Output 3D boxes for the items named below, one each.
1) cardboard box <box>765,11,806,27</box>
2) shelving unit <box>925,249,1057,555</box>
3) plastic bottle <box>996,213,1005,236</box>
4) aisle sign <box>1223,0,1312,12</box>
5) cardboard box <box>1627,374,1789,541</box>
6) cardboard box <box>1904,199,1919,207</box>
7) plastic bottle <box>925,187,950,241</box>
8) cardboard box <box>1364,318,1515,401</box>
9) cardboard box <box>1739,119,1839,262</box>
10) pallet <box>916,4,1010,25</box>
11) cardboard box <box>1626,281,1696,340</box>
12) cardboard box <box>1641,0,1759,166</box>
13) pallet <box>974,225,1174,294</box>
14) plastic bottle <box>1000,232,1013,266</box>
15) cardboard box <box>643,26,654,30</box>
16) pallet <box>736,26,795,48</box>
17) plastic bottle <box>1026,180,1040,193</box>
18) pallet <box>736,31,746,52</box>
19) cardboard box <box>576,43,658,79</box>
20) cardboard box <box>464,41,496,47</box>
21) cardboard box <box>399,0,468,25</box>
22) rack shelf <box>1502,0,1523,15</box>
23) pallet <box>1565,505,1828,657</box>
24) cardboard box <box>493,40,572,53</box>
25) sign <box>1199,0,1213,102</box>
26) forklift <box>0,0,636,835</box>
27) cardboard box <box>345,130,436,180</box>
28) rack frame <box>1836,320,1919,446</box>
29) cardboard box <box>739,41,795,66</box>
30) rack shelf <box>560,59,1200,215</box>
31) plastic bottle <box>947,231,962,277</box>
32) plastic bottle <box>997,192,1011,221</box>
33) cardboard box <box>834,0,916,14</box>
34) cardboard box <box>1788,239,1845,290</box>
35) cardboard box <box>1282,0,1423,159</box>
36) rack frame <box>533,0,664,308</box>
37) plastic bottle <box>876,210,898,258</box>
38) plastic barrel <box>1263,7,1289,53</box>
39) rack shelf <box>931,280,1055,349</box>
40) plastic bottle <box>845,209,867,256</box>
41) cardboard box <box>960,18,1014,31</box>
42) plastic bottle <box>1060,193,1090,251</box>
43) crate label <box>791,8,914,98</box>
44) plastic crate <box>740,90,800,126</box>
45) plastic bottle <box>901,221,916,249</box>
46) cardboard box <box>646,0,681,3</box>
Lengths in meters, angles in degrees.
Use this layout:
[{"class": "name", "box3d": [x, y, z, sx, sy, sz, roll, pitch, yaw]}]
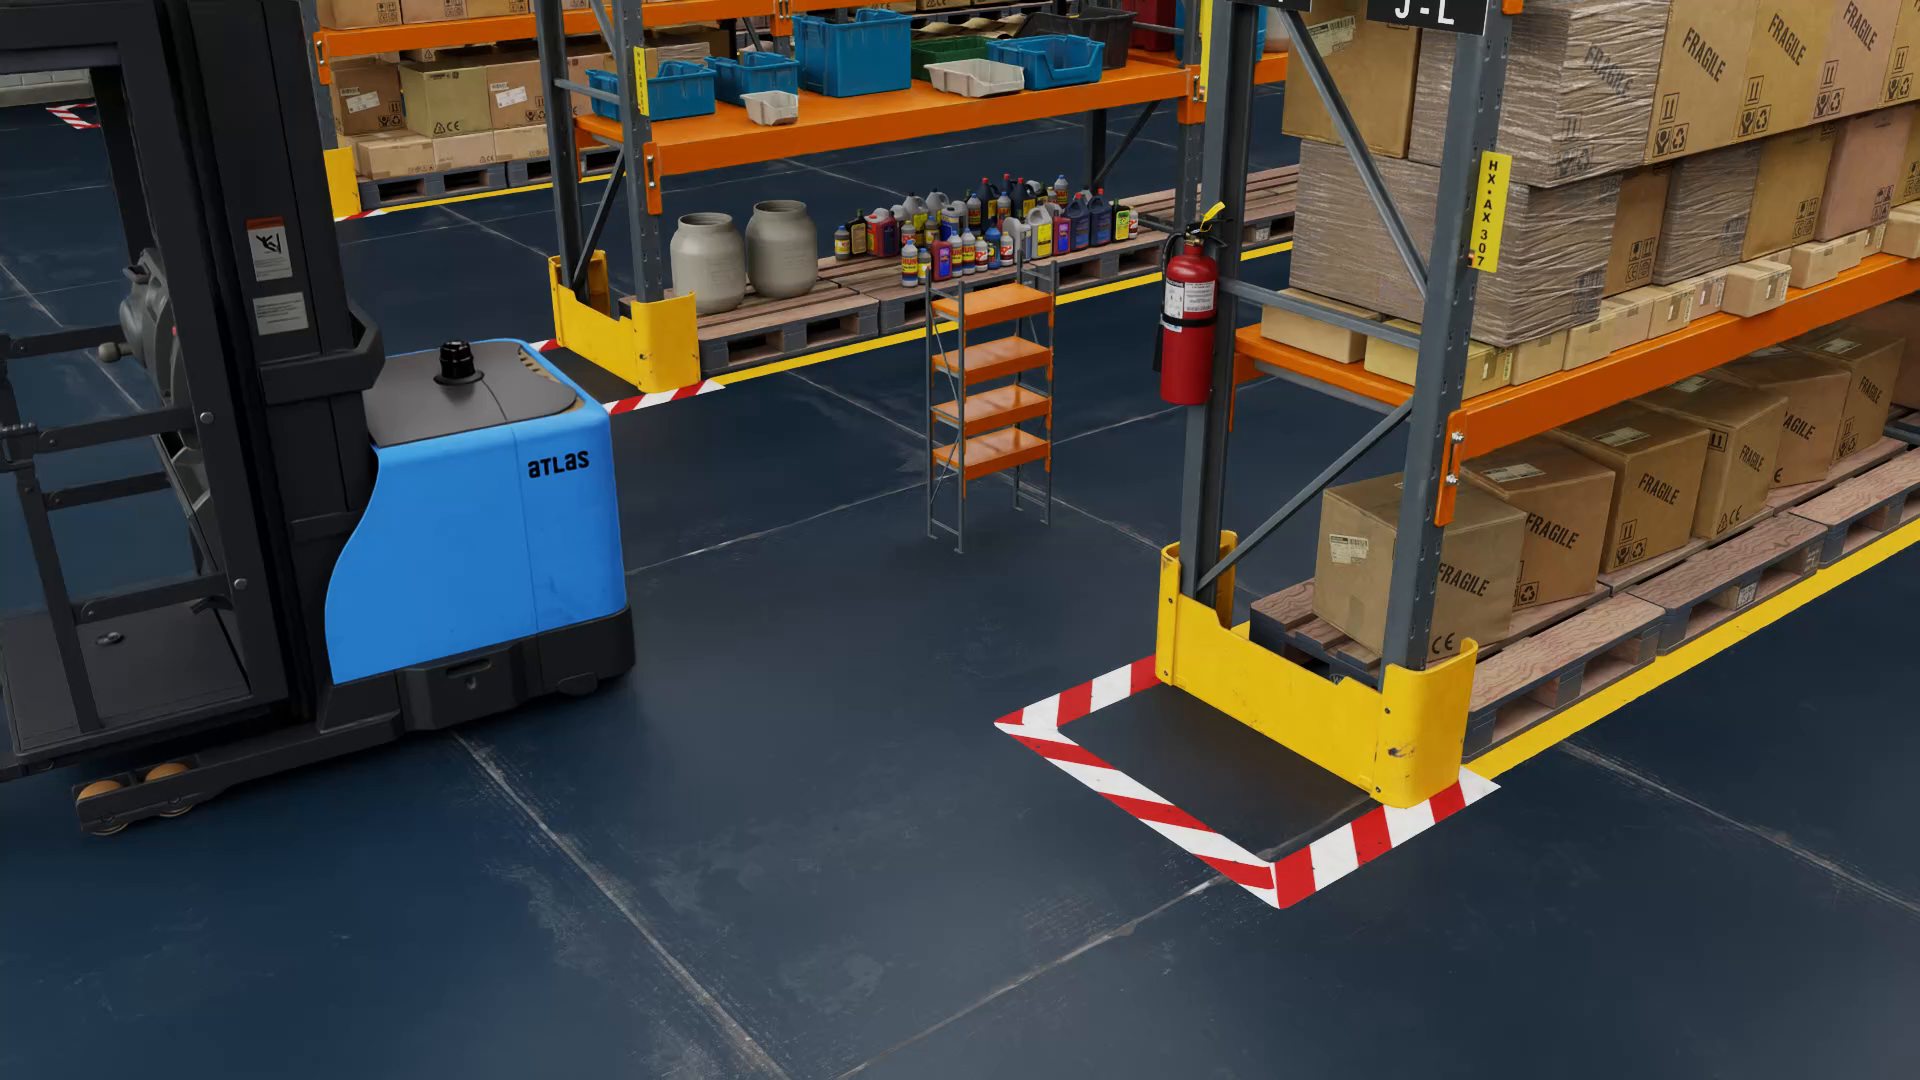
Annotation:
[{"class": "cardboard box", "box3d": [-2.274, -6.561, 20.271, 0.500, 0.500, 0.700, -18, 30, -33]}, {"class": "shelving unit", "box3d": [0.130, -0.587, 7.090, 0.503, 1.200, 0.258, -18, 31, -34]}, {"class": "plastic bottle", "box3d": [0.295, -1.944, 10.580, 0.133, 0.283, 0.061, -18, 31, -34]}, {"class": "aisle sign", "box3d": [0.900, -1.962, 4.825, 0.004, 0.787, 0.394, -18, 31, -34]}, {"class": "cardboard box", "box3d": [3.056, -0.366, 6.945, 0.500, 0.500, 0.500, -22, 33, -38]}, {"class": "cardboard box", "box3d": [3.858, -1.364, 6.925, 0.250, 0.149, 0.380, -18, 31, -34]}, {"class": "plastic bottle", "box3d": [-0.149, -2.145, 10.933, 0.185, 0.351, 0.144, -19, 31, -34]}, {"class": "cardboard box", "box3d": [1.506, -0.580, 5.235, 0.250, 0.149, 0.380, -18, 31, -34]}, {"class": "cardboard box", "box3d": [2.724, -1.424, 6.284, 0.500, 0.500, 0.875, -18, 31, -34]}, {"class": "pallet", "box3d": [-0.114, -6.930, 21.931, 1.213, 0.211, 1.003, -18, 31, -34]}, {"class": "cardboard box", "box3d": [2.305, -0.833, 5.781, 0.250, 0.149, 0.380, -18, 31, -34]}, {"class": "cardboard box", "box3d": [2.133, -1.513, 5.287, 0.500, 0.500, 0.500, -18, 31, -34]}, {"class": "pallet", "box3d": [0.671, -1.953, 11.208, 1.213, 0.211, 1.003, -18, 31, -34]}, {"class": "plastic bottle", "box3d": [0.285, -1.832, 10.436, 0.097, 0.201, 0.097, 0, 25, 0]}, {"class": "cardboard box", "box3d": [-3.943, -6.074, 19.222, 0.500, 0.500, 0.700, -19, 31, -35]}, {"class": "pallet", "box3d": [-2.356, -6.233, 20.429, 1.213, 0.211, 1.003, -18, 31, -34]}, {"class": "plastic bottle", "box3d": [0.467, -2.312, 11.382, 0.135, 0.276, 0.152, -17, 30, -32]}, {"class": "pallet", "box3d": [-3.315, -5.917, 19.749, 1.213, 0.211, 1.003, -18, 31, -34]}, {"class": "cardboard box", "box3d": [-2.850, -3.854, 13.868, 0.500, 0.500, 0.500, -18, 31, -34]}, {"class": "cardboard box", "box3d": [-5.290, -5.426, 18.222, 0.380, 0.166, 0.250, 22, 33, 39]}, {"class": "cardboard box", "box3d": [-4.190, -4.282, 12.795, 0.500, 0.500, 0.700, -17, 30, -33]}, {"class": "rack shelf", "box3d": [2.708, -2.253, 5.833, 4.000, 0.370, 1.077, -18, 31, -34]}, {"class": "pallet", "box3d": [2.814, 0.032, 6.931, 1.213, 0.211, 1.003, -18, 31, -34]}, {"class": "cardboard box", "box3d": [-3.565, -3.897, 13.961, 0.500, 0.500, 0.500, -18, 31, -34]}, {"class": "sign", "box3d": [0.807, -1.557, 5.290, 0.005, 0.325, 0.100, -18, 31, -34]}, {"class": "forklift", "box3d": [-2.716, -0.653, 5.176, 3.031, 2.935, 1.130, -14, 29, -28]}, {"class": "cardboard box", "box3d": [-4.416, -2.991, 12.898, 0.500, 0.250, 0.500, -18, 31, -34]}, {"class": "rack frame", "box3d": [4.282, -1.738, 7.432, 0.127, 3.000, 1.000, -18, 31, -34]}, {"class": "cardboard box", "box3d": [-1.686, -4.419, 15.309, 0.500, 0.311, 0.500, -18, 31, -34]}, {"class": "rack shelf", "box3d": [-0.348, -2.533, 9.999, 4.000, 0.370, 1.077, -18, 31, -34]}, {"class": "plastic bottle", "box3d": [-0.033, -1.759, 10.195, 0.097, 0.271, 0.097, 0, 25, 0]}, {"class": "plastic bottle", "box3d": [0.295, -2.191, 11.126, 0.097, 0.271, 0.097, 0, 25, 0]}, {"class": "cardboard box", "box3d": [-1.080, -7.063, 20.960, 0.750, 0.750, 0.750, -19, 31, -35]}, {"class": "cardboard box", "box3d": [3.105, -1.086, 6.326, 0.250, 0.149, 0.380, -18, 31, -34]}, {"class": "cardboard box", "box3d": [1.414, -1.558, 5.383, 0.500, 0.500, 0.500, -18, 31, -34]}, {"class": "rack frame", "box3d": [-1.922, -2.340, 8.729, 0.127, 3.000, 1.000, -18, 31, -34]}, {"class": "plastic bottle", "box3d": [-0.466, -1.951, 10.594, 0.133, 0.283, 0.061, -18, 31, -34]}, {"class": "plastic barrel", "box3d": [2.114, -3.616, 11.318, 0.433, 0.535, 0.433, 0, 25, 0]}, {"class": "rack shelf", "box3d": [0.130, -0.944, 6.925, 0.480, 0.148, 0.258, -18, 31, -34]}, {"class": "plastic bottle", "box3d": [-0.667, -1.966, 10.627, 0.133, 0.283, 0.061, -17, 30, -33]}, {"class": "cardboard box", "box3d": [0.318, -5.080, 16.733, 0.500, 0.311, 0.500, -19, 31, -35]}, {"class": "plastic bottle", "box3d": [0.746, -2.064, 10.759, 0.185, 0.351, 0.144, -20, 32, -37]}, {"class": "crate label", "box3d": [-0.641, -2.924, 9.944, 0.616, 0.435, 0.502, -18, 31, -34]}, {"class": "plastic crate", "box3d": [-1.019, -2.346, 9.055, 0.250, 0.136, 0.298, -18, 31, -34]}, {"class": "plastic bottle", "box3d": [-0.331, -1.948, 10.686, 0.097, 0.201, 0.097, 0, 25, 0]}, {"class": "cardboard box", "box3d": [-2.584, -4.810, 13.931, 0.500, 0.500, 0.700, -19, 31, -35]}]
